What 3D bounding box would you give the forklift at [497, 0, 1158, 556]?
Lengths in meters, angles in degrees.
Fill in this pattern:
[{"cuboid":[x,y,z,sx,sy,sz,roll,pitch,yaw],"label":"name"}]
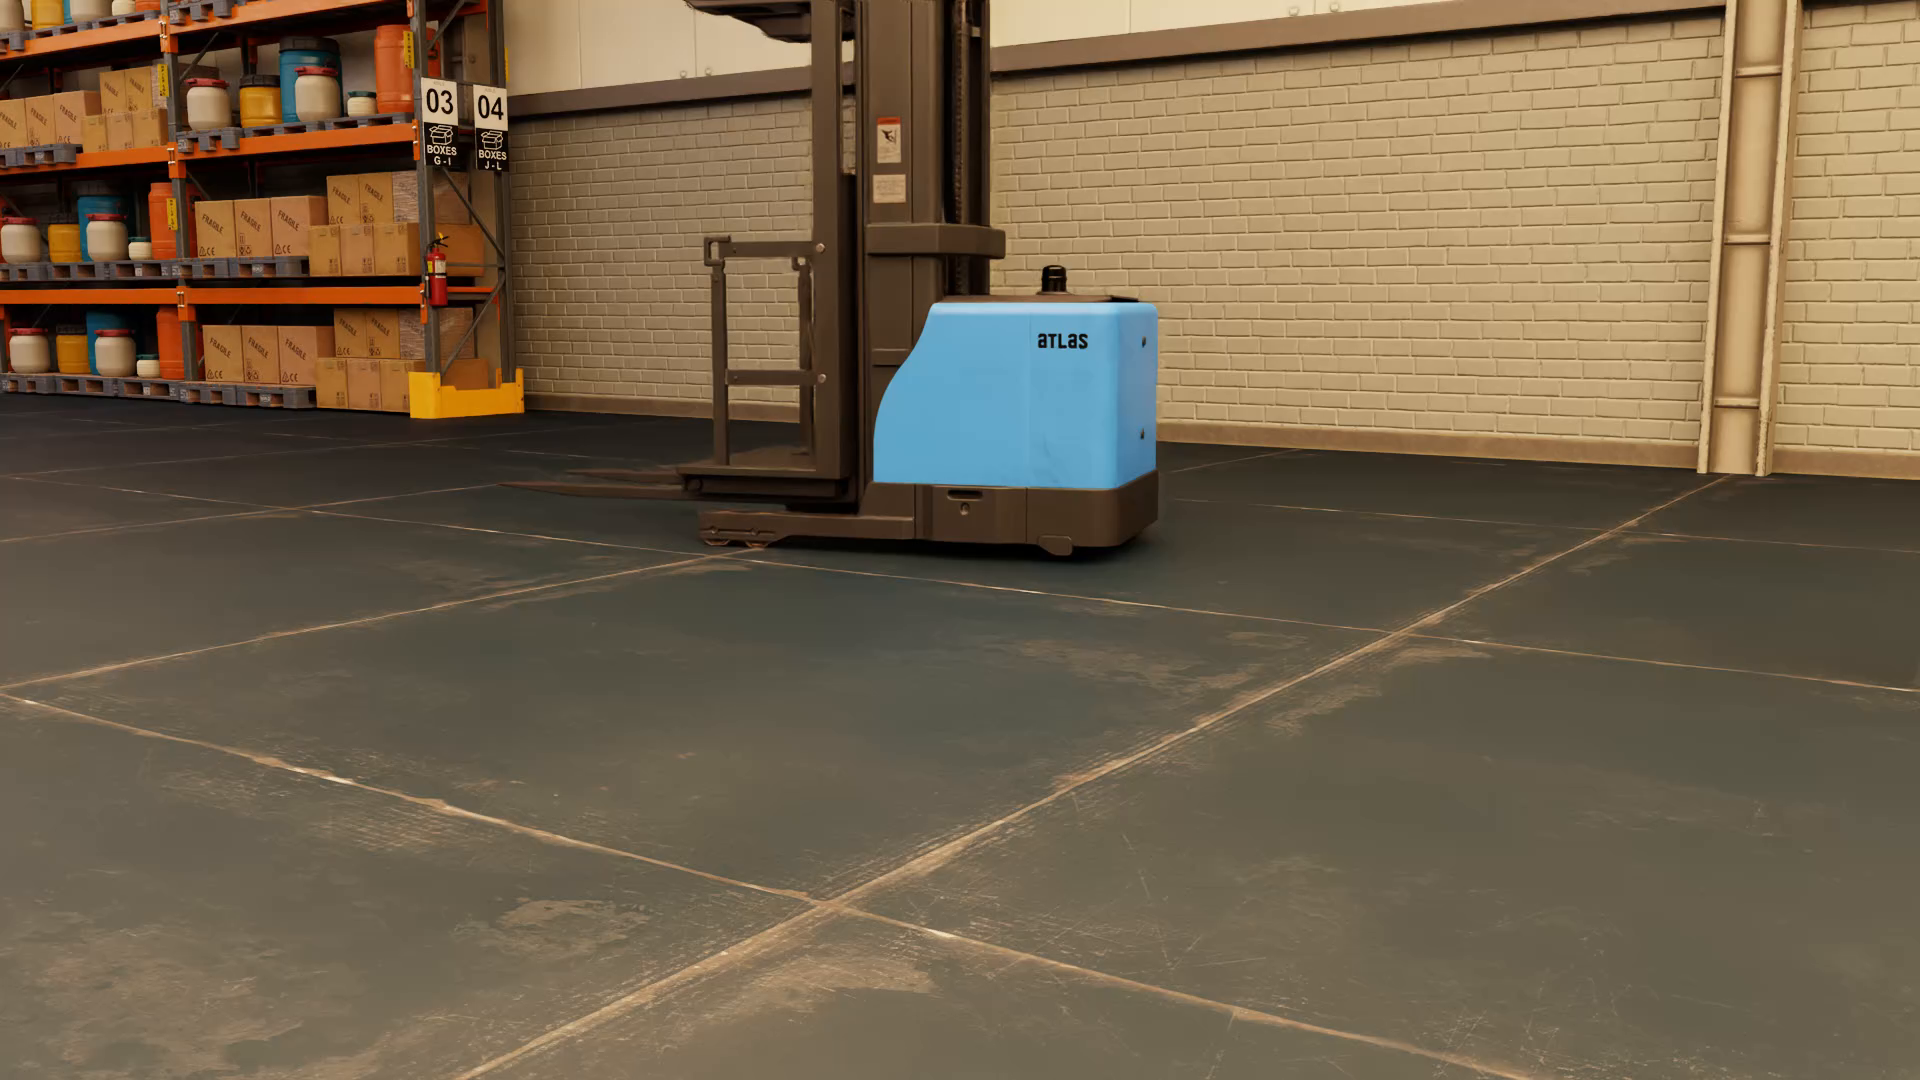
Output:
[{"cuboid":[-0.655,-1.479,7.592,3.031,2.935,1.130,2,8,17],"label":"forklift"}]
